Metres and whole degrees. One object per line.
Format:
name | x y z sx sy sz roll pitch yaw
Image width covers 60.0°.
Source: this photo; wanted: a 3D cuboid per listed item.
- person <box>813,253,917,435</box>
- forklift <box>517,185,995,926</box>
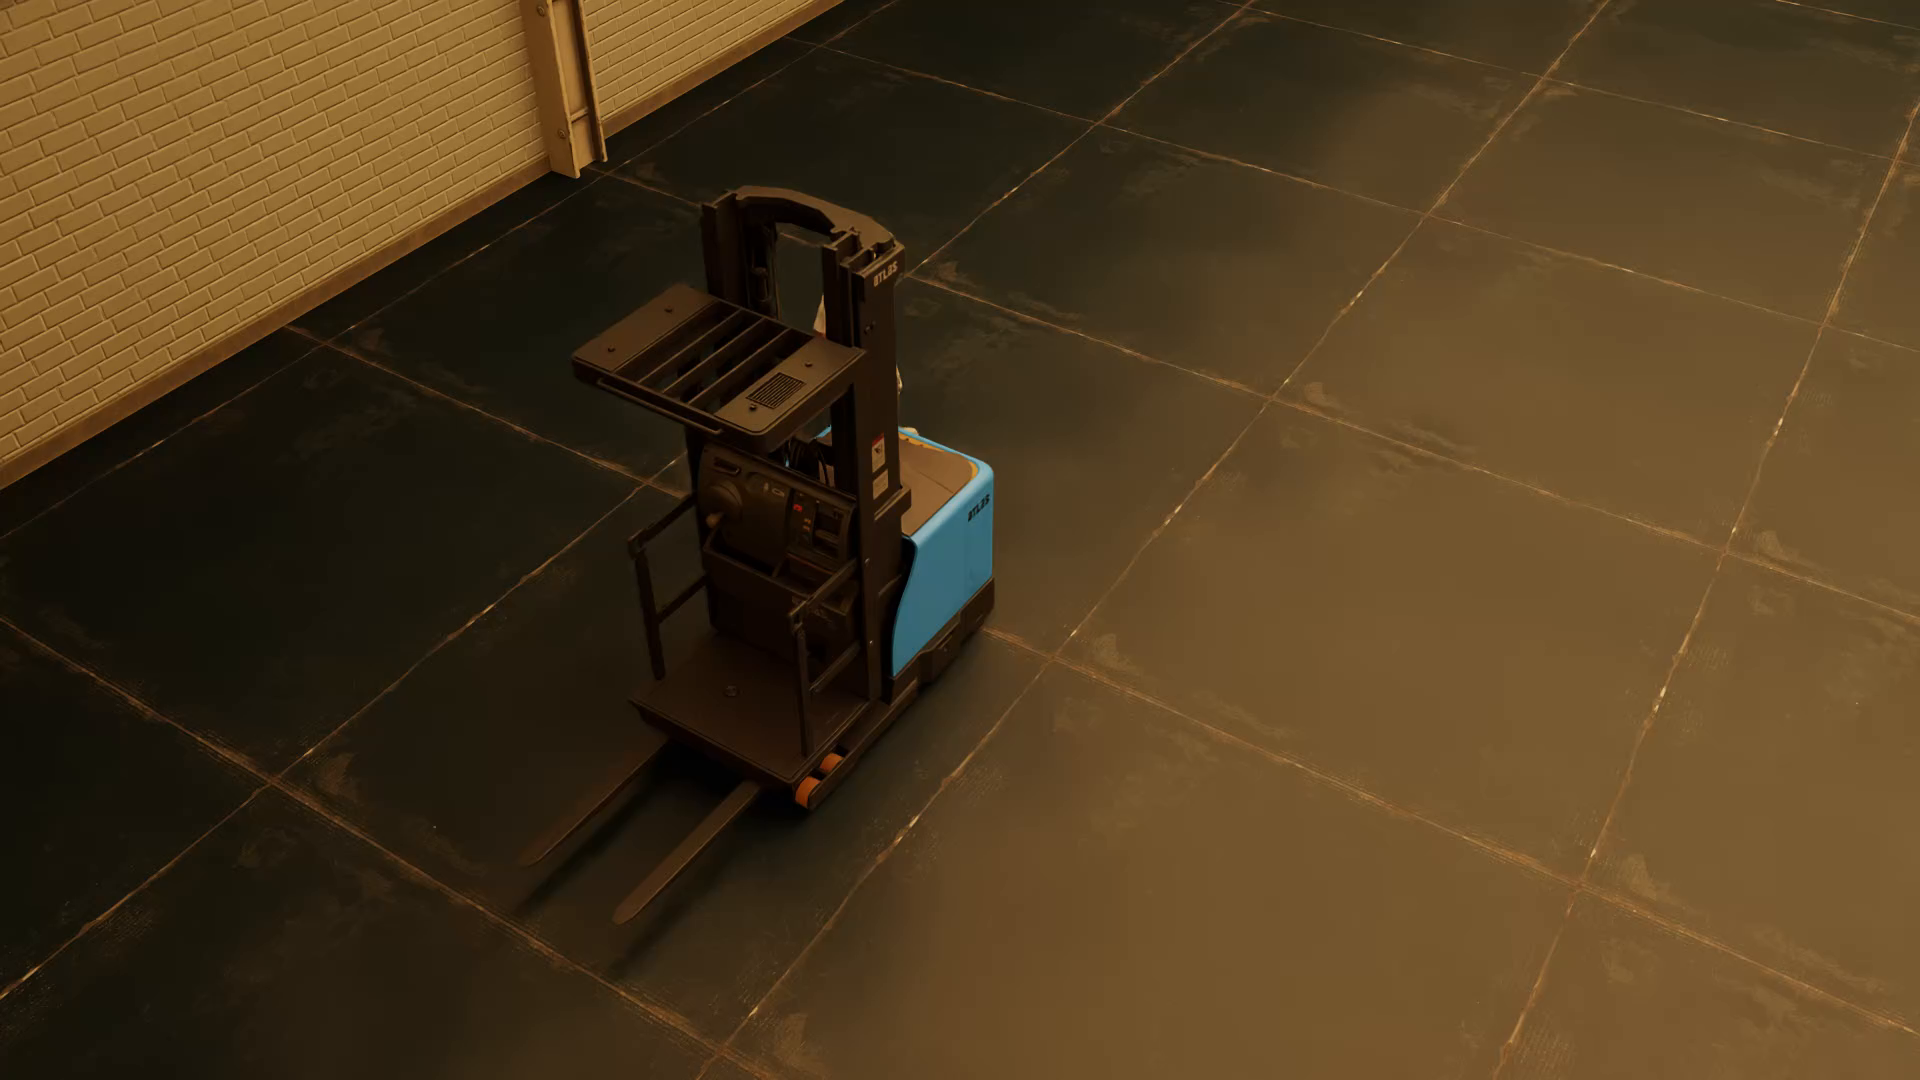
person | -0.592 -1.131 10.227 0.443 1.746 0.887 16 43 18
forklift | -1.032 -0.083 8.065 1.130 2.935 3.031 23 45 25
